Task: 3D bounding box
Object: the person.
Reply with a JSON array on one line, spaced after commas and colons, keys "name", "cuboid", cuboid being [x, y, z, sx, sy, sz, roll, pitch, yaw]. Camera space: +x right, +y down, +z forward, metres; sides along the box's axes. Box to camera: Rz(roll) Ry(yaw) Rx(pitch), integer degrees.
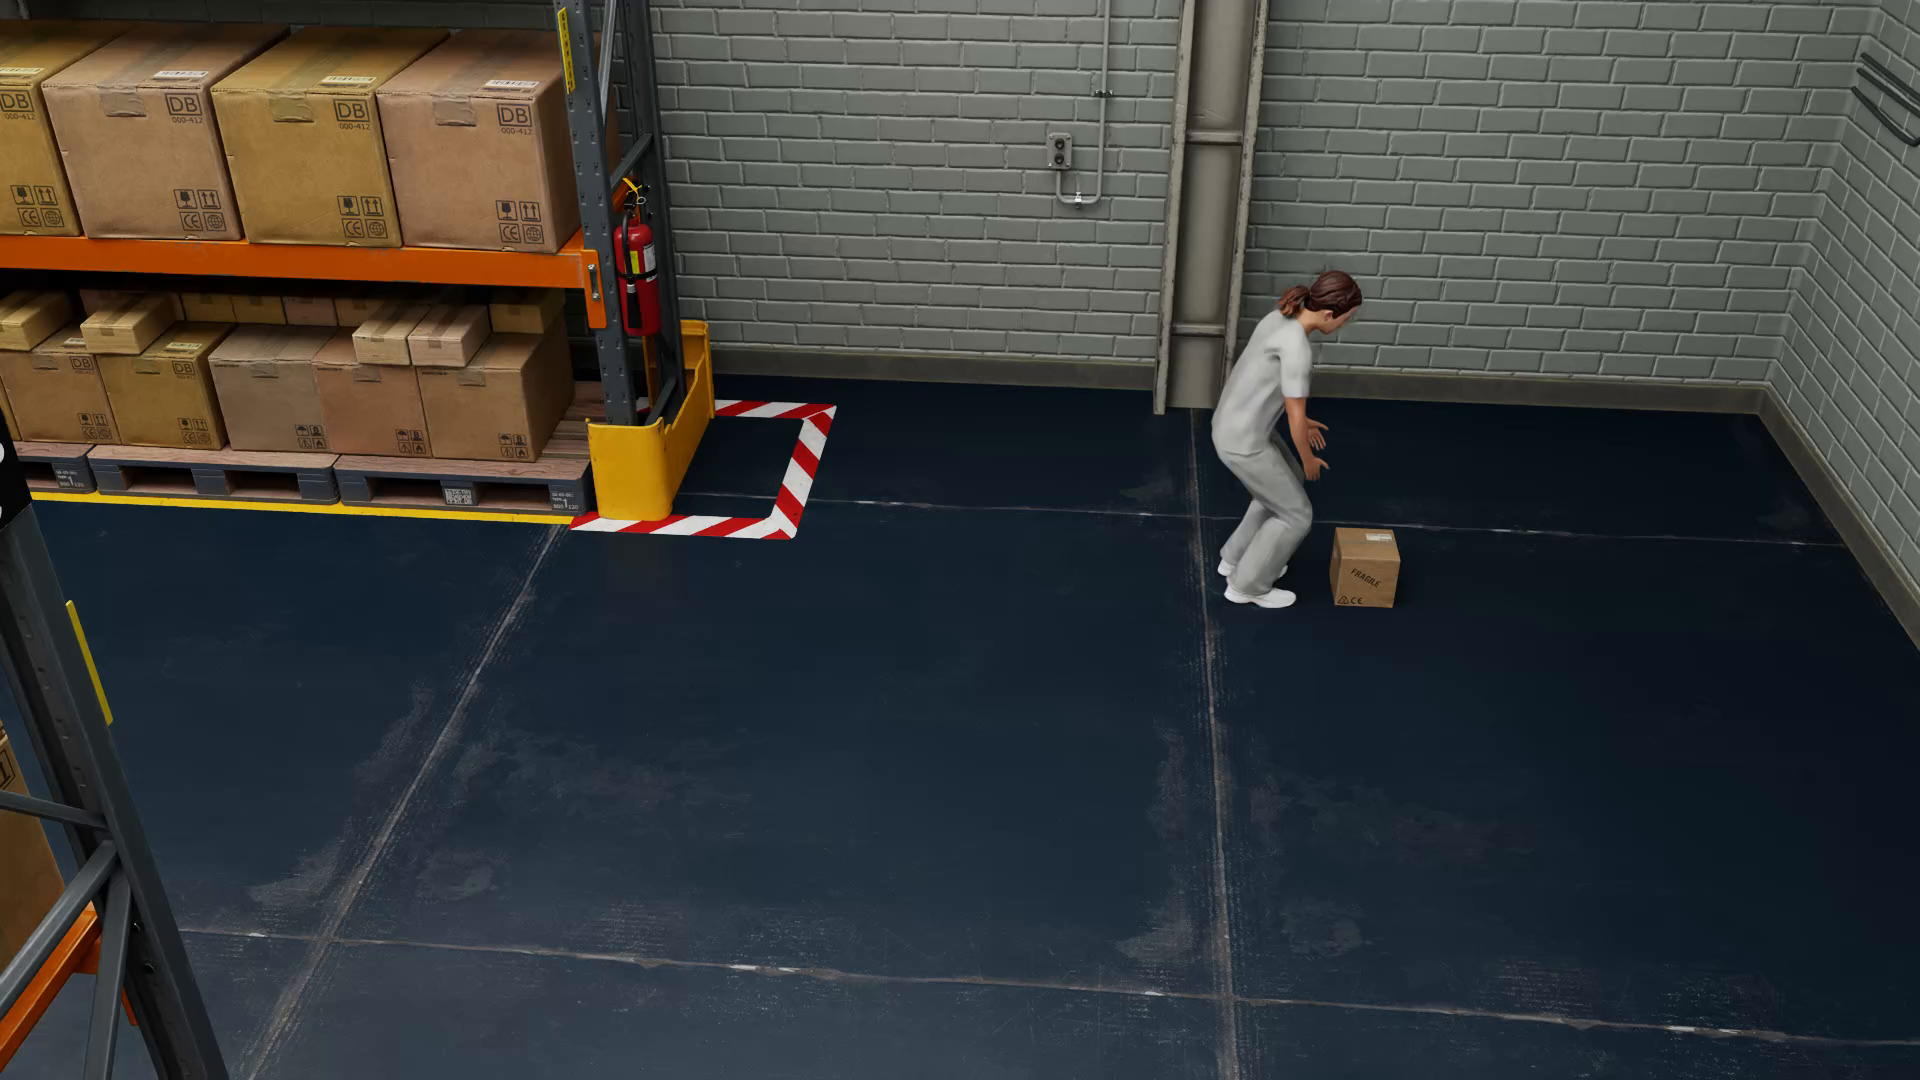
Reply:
[{"name": "person", "cuboid": [1.335, -0.436, 7.019, 0.553, 1.487, 0.486, 3, 32, 5]}]
